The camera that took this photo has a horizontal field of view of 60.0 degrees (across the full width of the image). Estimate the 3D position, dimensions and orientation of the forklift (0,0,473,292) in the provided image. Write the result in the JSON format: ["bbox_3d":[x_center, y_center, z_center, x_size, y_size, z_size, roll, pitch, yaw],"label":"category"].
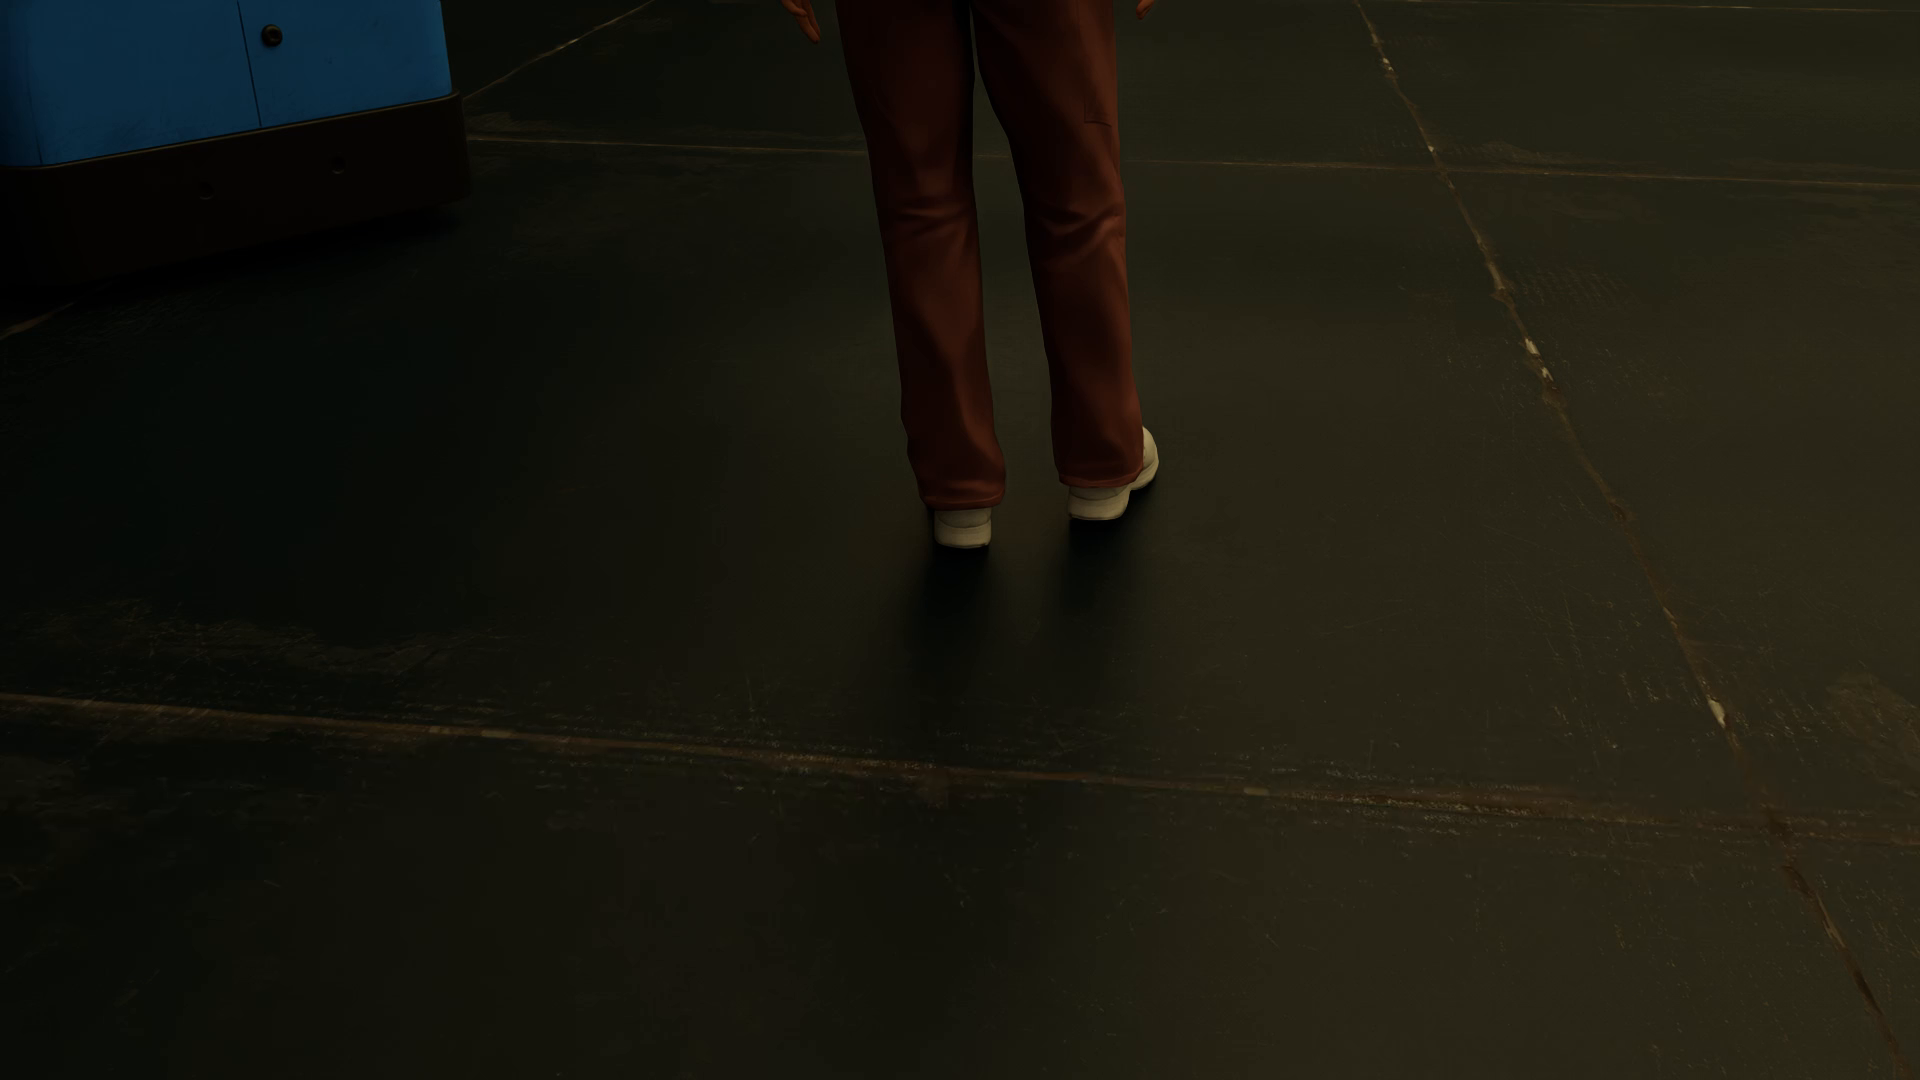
[{"bbox_3d":[-2.601,-2.371,3.969,3.031,2.935,1.130,22,34,37],"label":"forklift"}]

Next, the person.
[{"bbox_3d":[0.021,-0.788,2.187,0.554,1.673,0.548,3,27,7],"label":"person"}]
